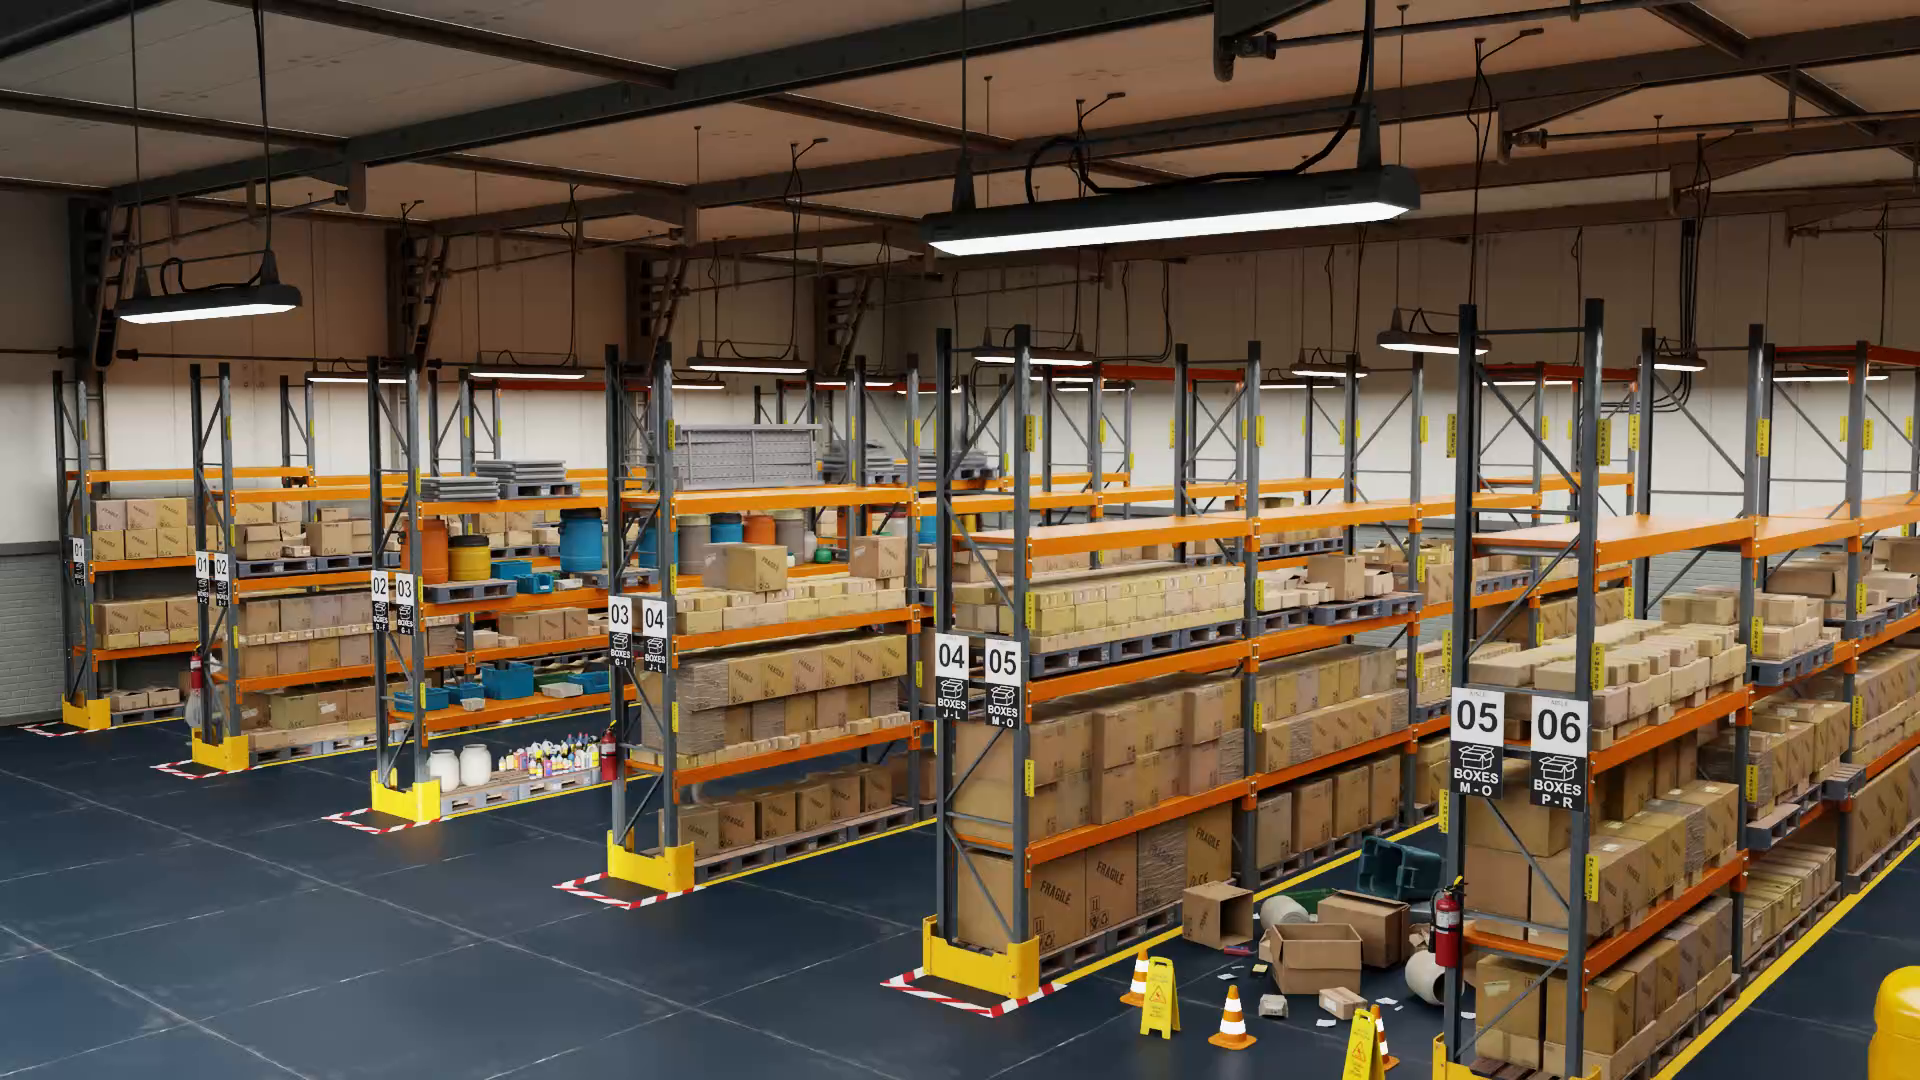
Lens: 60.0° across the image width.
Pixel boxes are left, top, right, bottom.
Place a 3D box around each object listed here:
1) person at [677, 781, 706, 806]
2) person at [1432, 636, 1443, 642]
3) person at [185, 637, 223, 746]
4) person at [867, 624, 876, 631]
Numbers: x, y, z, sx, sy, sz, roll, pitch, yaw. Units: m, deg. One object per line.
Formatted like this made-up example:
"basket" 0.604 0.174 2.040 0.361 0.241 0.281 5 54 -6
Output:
"person" -3.383 2.821 20.859 0.546 1.639 0.643 3 5 34
"person" 7.822 2.400 27.068 0.609 1.667 0.618 -4 6 -42
"person" -11.956 2.389 26.411 0.699 1.717 0.707 3 5 40
"person" -1.924 1.957 32.464 0.668 1.720 0.947 2 5 30
